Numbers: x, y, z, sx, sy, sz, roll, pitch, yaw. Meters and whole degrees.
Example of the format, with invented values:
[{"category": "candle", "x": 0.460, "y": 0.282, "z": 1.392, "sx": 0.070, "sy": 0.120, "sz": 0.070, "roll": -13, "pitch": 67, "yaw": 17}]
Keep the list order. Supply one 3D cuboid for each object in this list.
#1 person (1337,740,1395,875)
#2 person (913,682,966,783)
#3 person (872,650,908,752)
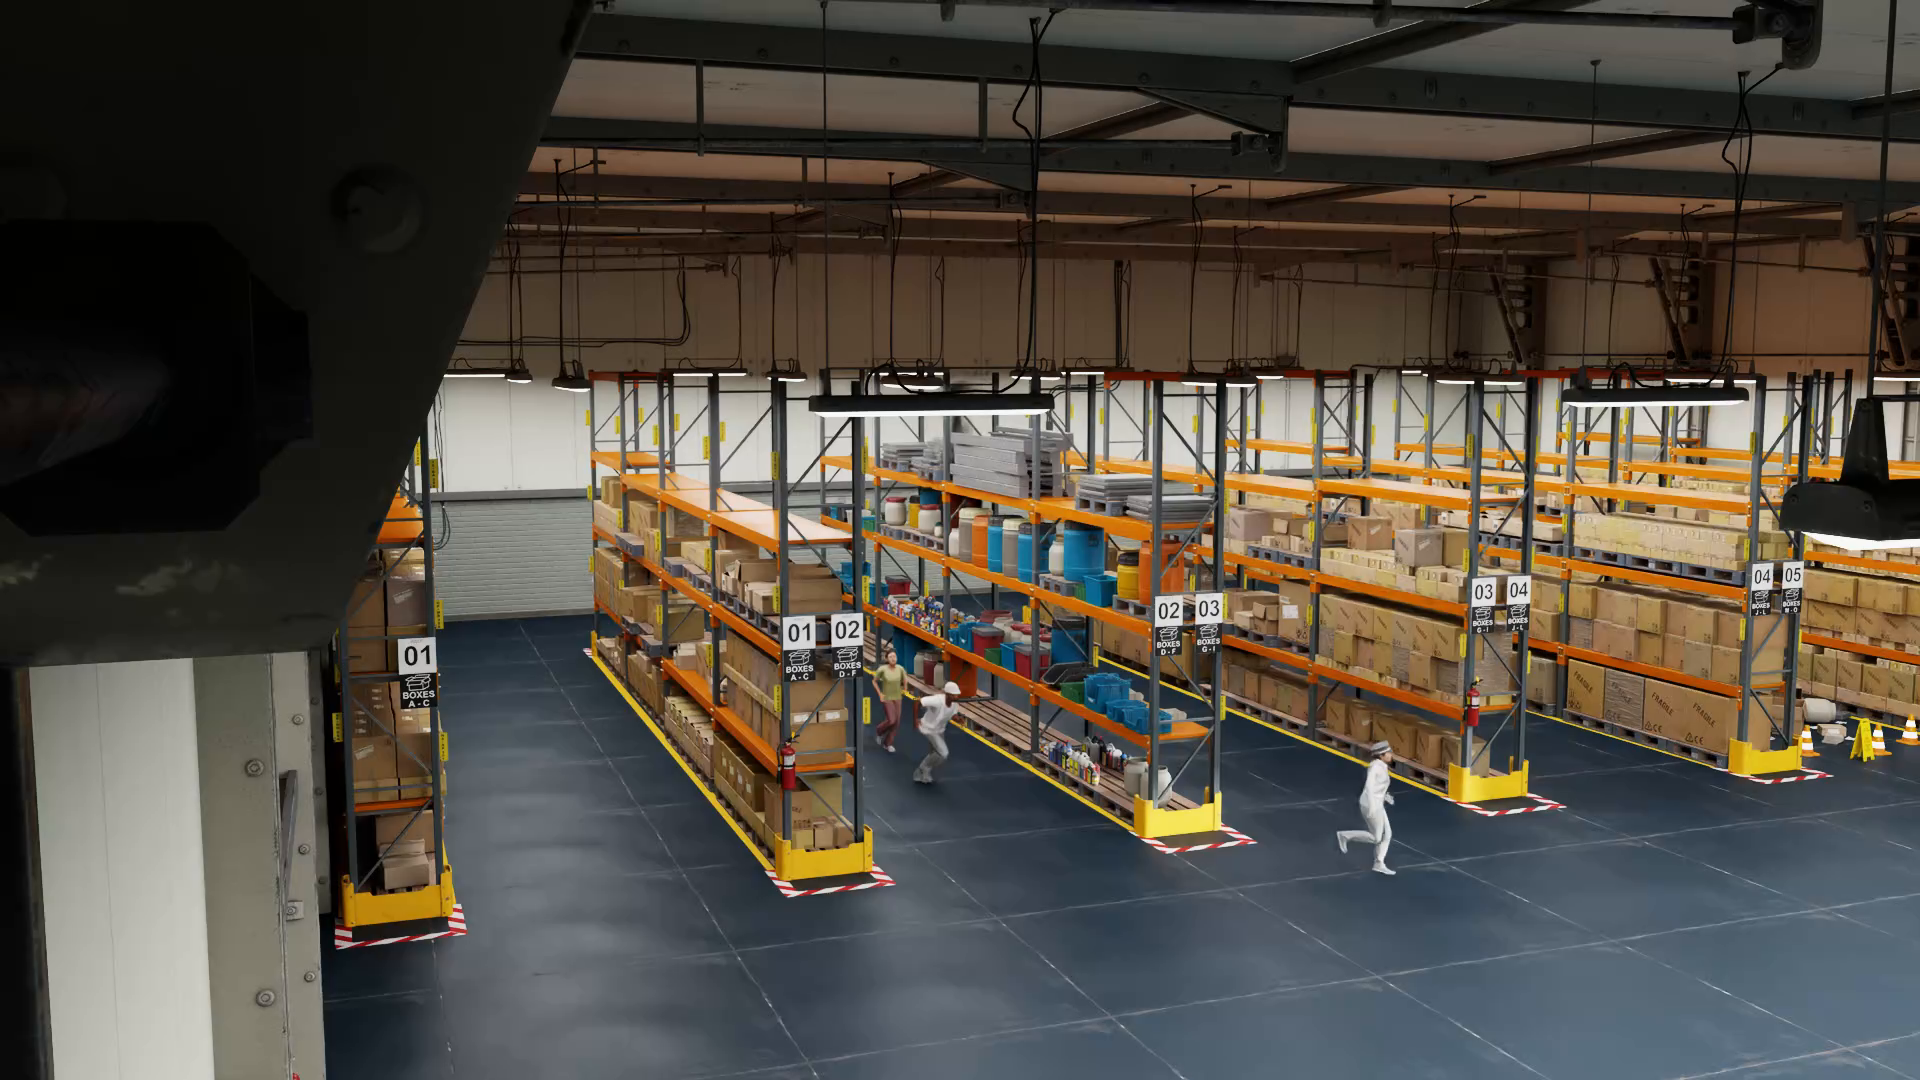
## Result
[{"category": "person", "x": 4.992, "y": 3.270, "z": 20.380, "sx": 0.711, "sy": 1.664, "sz": 0.640, "roll": 2, "pitch": 7, "yaw": 14}, {"category": "person", "x": -0.354, "y": 2.828, "z": 24.291, "sx": 0.899, "sy": 1.579, "sz": 0.739, "roll": 5, "pitch": 8, "yaw": 38}, {"category": "person", "x": -1.085, "y": 2.562, "z": 26.589, "sx": 0.570, "sy": 1.637, "sz": 0.564, "roll": -3, "pitch": 7, "yaw": -26}]
